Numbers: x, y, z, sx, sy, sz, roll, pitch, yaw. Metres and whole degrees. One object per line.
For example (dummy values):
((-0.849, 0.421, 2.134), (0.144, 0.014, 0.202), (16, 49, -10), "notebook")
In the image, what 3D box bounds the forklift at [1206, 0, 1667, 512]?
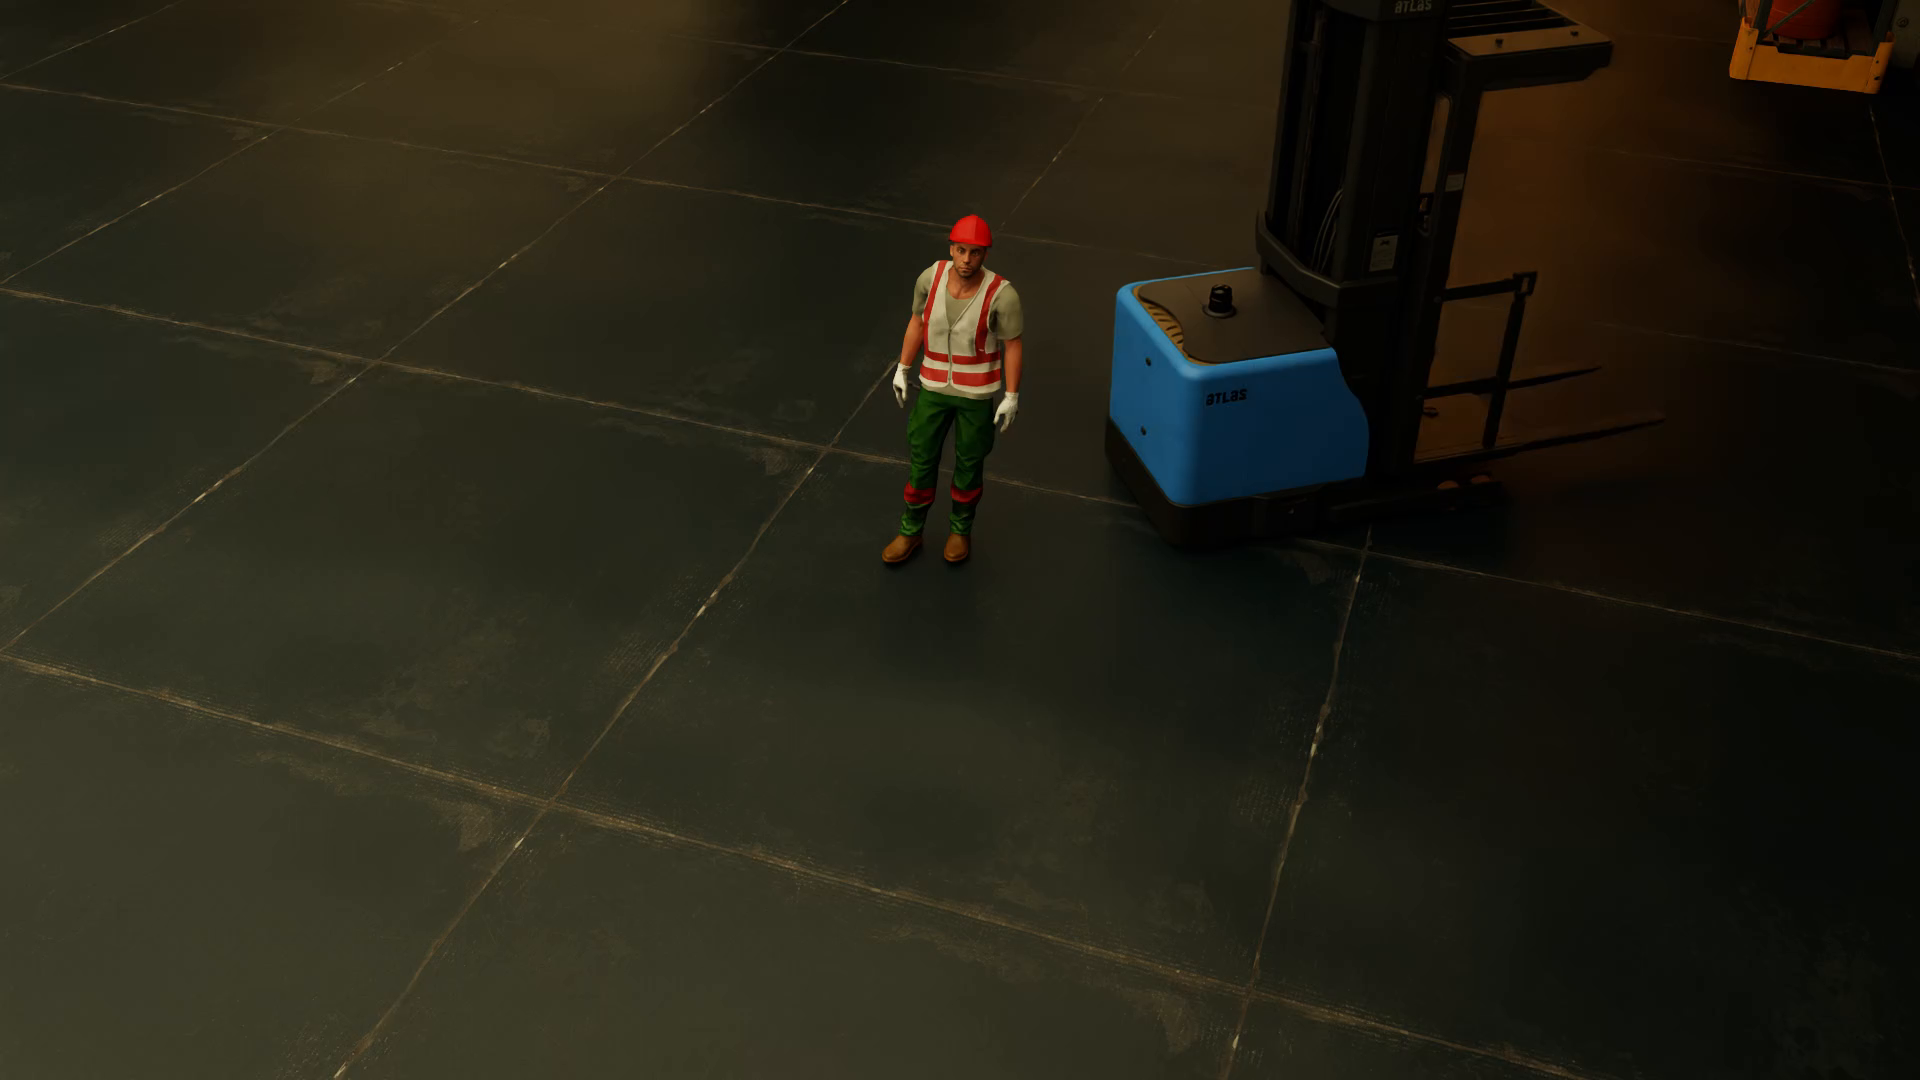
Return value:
((2.378, -1.627, 8.406), (3.031, 2.935, 1.121), (-10, 36, -13), "forklift")

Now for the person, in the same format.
((-0.014, -0.733, 8.117), (0.638, 1.691, 0.420), (12, 37, 16), "person")
